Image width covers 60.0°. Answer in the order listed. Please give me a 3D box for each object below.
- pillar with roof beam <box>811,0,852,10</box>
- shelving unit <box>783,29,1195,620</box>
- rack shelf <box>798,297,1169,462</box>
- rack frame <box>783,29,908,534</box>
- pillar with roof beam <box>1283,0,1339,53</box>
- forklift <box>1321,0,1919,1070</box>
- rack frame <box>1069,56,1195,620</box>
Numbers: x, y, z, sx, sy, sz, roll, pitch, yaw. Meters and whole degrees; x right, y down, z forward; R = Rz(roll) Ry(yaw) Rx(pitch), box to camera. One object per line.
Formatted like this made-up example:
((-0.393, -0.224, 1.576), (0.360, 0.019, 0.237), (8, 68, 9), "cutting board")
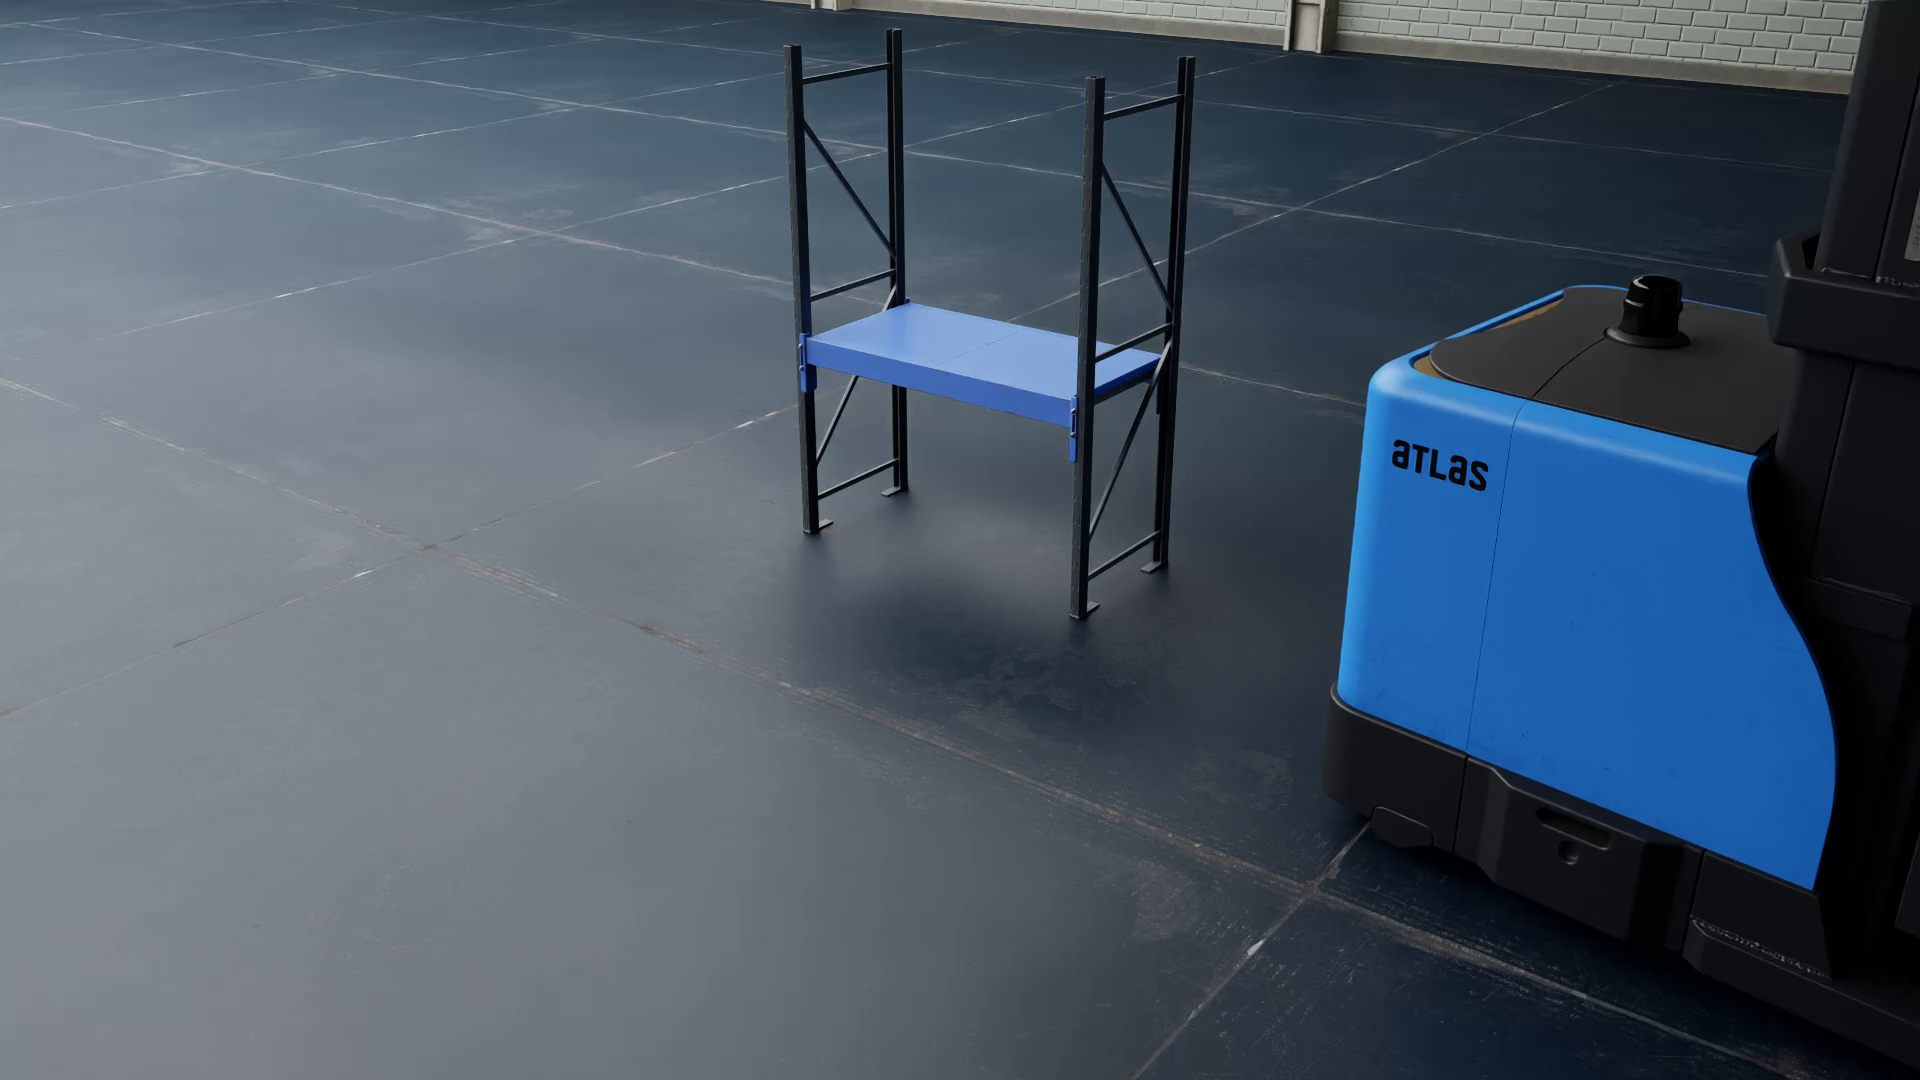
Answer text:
((-4.051, -8.858, 14.194), (0.400, 9.000, 9.100), (17, 29, 33), "pillar with roof beam")
((0.068, -0.666, 4.901), (1.048, 1.500, 0.538), (17, 29, 33), "shelving unit")
((0.068, -0.501, 4.973), (1.000, 0.185, 0.538), (17, 29, 33), "rack shelf")
((-0.339, -0.789, 5.180), (0.032, 1.500, 0.500), (17, 29, 33), "rack frame")
((0.750, -7.407, 10.901), (0.400, 9.000, 9.100), (17, 29, 33), "pillar with roof beam")
((2.233, -0.438, 2.608), (3.031, 2.935, 1.130), (21, 32, 40), "forklift")
((0.475, -0.543, 4.622), (0.032, 1.500, 0.500), (17, 29, 33), "rack frame")
